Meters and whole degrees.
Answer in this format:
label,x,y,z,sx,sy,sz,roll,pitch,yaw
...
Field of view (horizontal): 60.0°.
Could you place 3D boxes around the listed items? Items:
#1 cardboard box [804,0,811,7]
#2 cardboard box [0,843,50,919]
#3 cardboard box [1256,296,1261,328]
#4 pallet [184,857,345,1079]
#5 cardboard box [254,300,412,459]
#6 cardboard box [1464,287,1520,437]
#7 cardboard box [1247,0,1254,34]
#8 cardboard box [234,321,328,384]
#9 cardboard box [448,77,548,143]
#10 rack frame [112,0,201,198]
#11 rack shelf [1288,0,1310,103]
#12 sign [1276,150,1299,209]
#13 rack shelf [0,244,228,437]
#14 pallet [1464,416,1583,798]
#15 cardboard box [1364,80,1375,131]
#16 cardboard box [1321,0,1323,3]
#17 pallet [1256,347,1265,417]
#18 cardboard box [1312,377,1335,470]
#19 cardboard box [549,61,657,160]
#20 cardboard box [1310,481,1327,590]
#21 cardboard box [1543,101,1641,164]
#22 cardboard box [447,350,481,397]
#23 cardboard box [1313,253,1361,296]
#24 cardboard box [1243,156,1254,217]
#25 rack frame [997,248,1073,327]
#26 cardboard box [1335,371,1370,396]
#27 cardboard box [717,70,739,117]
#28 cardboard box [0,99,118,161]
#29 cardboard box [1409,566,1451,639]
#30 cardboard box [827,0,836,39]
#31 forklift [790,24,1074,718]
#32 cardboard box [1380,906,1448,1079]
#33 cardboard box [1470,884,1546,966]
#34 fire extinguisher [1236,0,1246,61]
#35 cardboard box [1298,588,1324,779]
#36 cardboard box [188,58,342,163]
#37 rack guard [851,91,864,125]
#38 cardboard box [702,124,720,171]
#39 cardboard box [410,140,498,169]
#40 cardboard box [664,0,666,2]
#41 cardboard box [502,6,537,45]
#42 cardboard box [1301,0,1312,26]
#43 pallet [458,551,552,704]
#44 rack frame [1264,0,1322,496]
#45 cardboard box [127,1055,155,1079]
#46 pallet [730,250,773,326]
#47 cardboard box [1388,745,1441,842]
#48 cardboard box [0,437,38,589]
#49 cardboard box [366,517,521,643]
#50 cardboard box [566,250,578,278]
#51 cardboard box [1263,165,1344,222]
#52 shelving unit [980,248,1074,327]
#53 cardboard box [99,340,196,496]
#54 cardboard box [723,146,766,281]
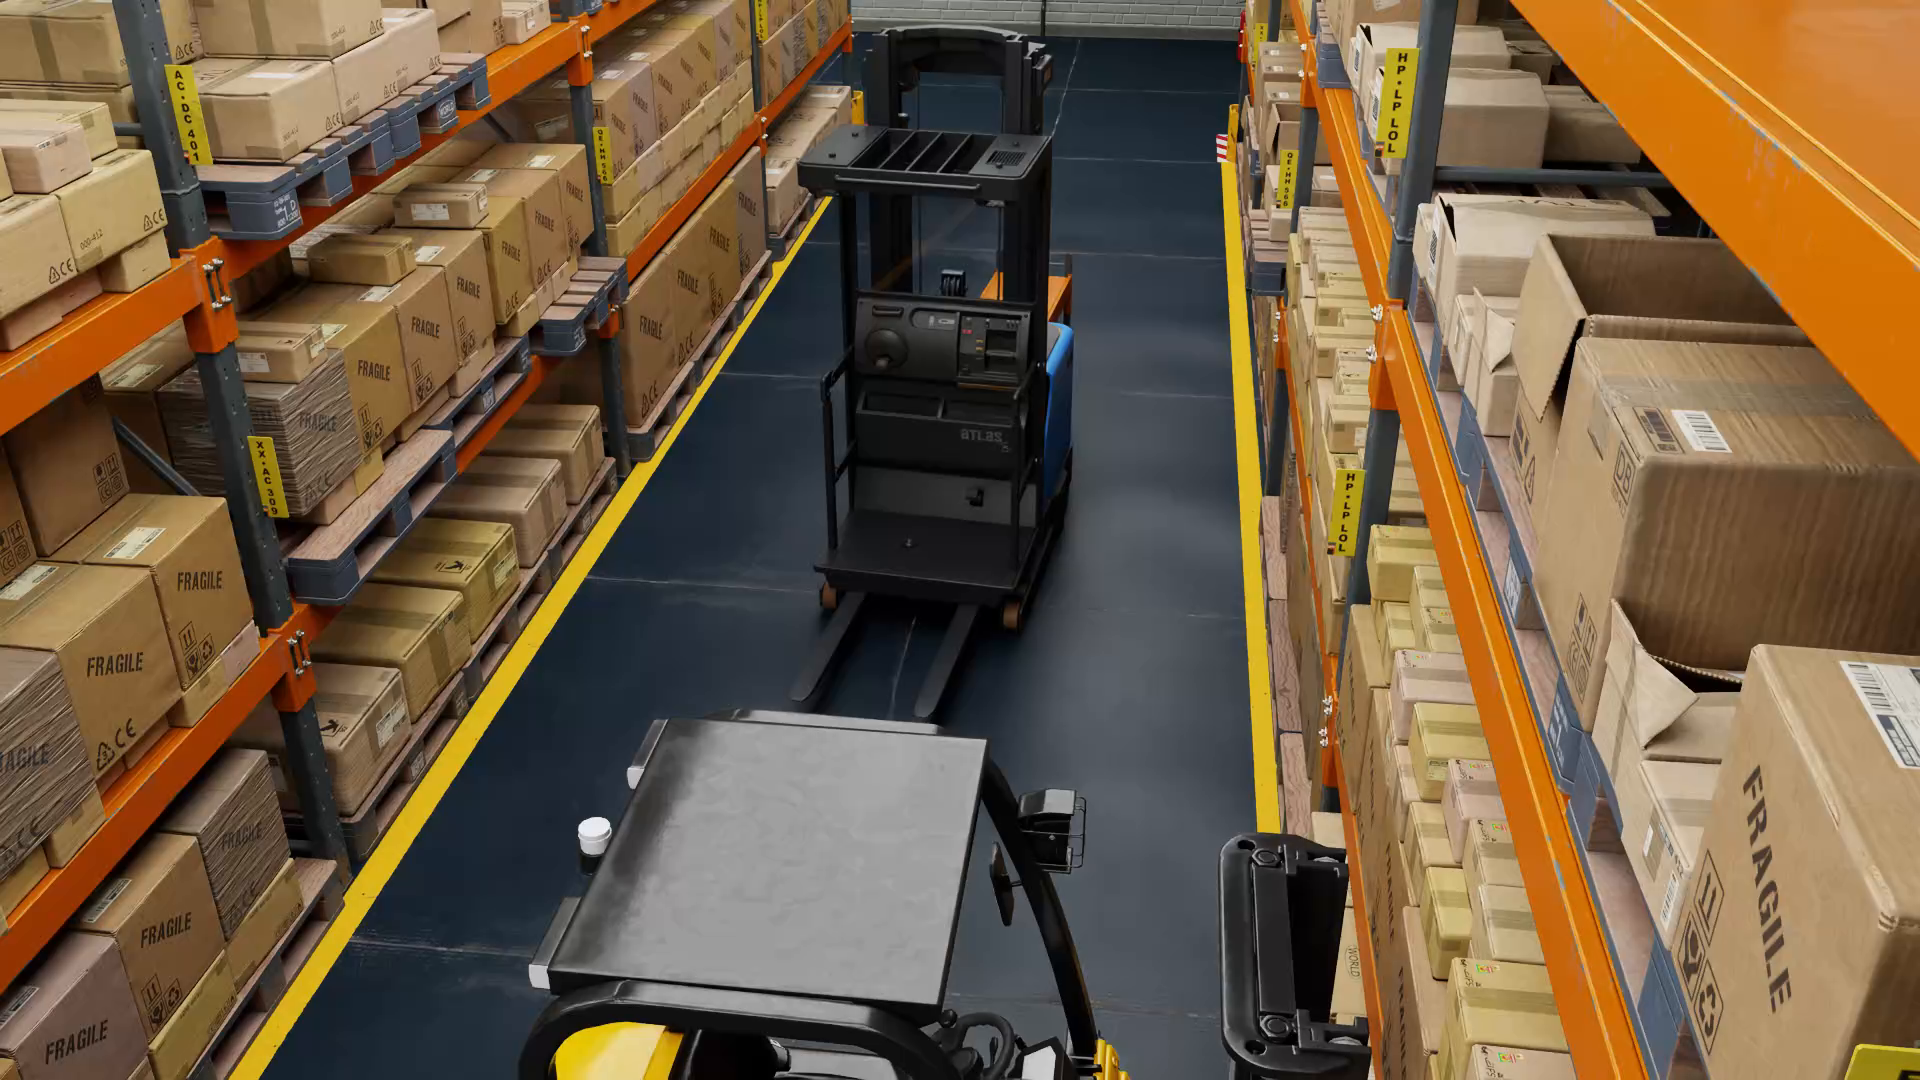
label,x,y,z,sx,sy,sz,roll,pitch,yaw
cardboard box,-1.595,-5.051,14.804,0.500,0.500,0.500,3,28,6
cardboard box,-2.999,1.001,4.995,0.380,0.149,0.250,3,28,5
cardboard box,2.423,-1.739,12.008,0.500,0.500,0.500,3,28,5
pallet,-3.127,1.670,6.428,1.003,0.211,1.213,3,28,6
cardboard box,-2.677,-0.676,6.980,0.500,0.500,0.500,3,29,6
cardboard box,1.363,-0.399,3.758,0.396,0.266,0.258,3,28,5
cardboard box,2.932,-4.868,15.467,0.500,0.250,0.500,4,29,7
cardboard box,-2.671,-0.722,6.383,0.380,0.149,0.250,3,28,6
cardboard box,-2.786,-2.502,10.071,0.500,0.500,0.500,3,28,5
rack frame,-3.080,-2.517,4.935,1.000,3.000,0.127,3,28,6
rack shelf,2.582,-3.418,10.527,1.077,0.370,4.000,3,28,6
sign,1.797,-1.974,9.115,0.100,0.325,0.005,3,28,6
rack shelf,-3.325,0.061,4.069,1.077,0.370,4.000,3,28,6
pallet,1.616,0.105,3.324,1.003,0.211,1.213,3,28,6
cardboard box,1.680,-1.564,6.044,0.380,0.149,0.250,3,28,6
cardboard box,1.993,-2.772,8.269,0.380,0.166,0.250,3,28,6
pallet,2.618,-1.167,11.693,1.003,0.211,1.213,3,28,6
cardboard box,1.777,-0.472,7.095,0.500,0.250,0.500,4,29,7
cardboard box,-2.236,-2.695,10.430,0.500,0.500,0.500,3,29,6
cardboard box,1.705,-0.013,6.769,0.500,0.250,0.500,3,28,6
cardboard box,2.146,-1.416,5.770,0.380,0.149,0.250,3,28,6
cardboard box,-2.511,-0.804,7.902,0.380,0.149,0.250,4,29,8
cardboard box,1.948,-1.297,8.205,0.380,0.149,0.250,4,29,7
cardboard box,2.877,-3.151,14.629,0.700,0.500,0.500,2,28,4
rack frame,0.488,-1.396,11.155,0.500,1.125,0.032,6,29,11
cardboard box,1.759,-0.579,6.872,0.380,0.149,0.250,3,28,5
cardboard box,-1.966,-3.339,12.415,0.500,0.250,0.500,4,29,7
cardboard box,-2.902,-1.275,5.216,0.380,0.149,0.250,4,29,7
cardboard box,1.588,0.212,5.090,0.380,0.149,0.250,4,29,7
cardboard box,-1.483,-5.091,15.932,0.500,0.500,0.500,3,28,5
forklift,-0.140,-1.002,8.520,1.130,2.935,3.031,6,29,11
cardboard box,1.342,1.280,4.105,0.500,0.500,0.500,4,29,7
cardboard box,1.373,0.930,3.759,0.380,0.149,0.250,4,29,7
fire extinguisher,2.876,-5.136,16.595,0.296,0.674,0.183,3,28,6
cardboard box,2.002,0.660,7.423,0.875,0.625,0.625,3,28,6
cardboard box,-2.611,-1.567,6.049,0.500,0.250,0.500,3,28,5
rack guard,-1.607,-4.436,17.456,1.175,0.500,0.348,3,28,6
cardboard box,-2.049,-2.874,12.080,0.500,0.250,0.500,3,28,5
cardboard box,-2.875,-1.920,9.290,0.500,0.500,0.500,3,28,5
cardboard box,-2.439,-3.936,12.733,0.500,0.500,0.500,4,29,7
cardboard box,-2.443,-2.691,8.685,0.380,0.149,0.250,3,28,6
cardboard box,2.159,-2.983,9.119,0.500,0.250,0.500,2,28,5
pallet,-2.839,0.409,8.768,1.003,0.211,1.213,3,28,6
rack frame,2.337,-1.472,9.320,1.000,3.000,0.127,3,28,6
cardboard box,-3.008,1.934,5.454,0.500,0.250,0.500,4,29,7
pallet,-2.120,-2.047,13.326,1.003,0.211,1.213,3,28,6
cardboard box,1.375,0.697,4.504,0.380,0.149,0.250,3,28,6
cardboard box,-3.433,-0.058,5.221,0.700,0.500,0.500,4,29,6
cardboard box,-2.850,0.183,8.576,0.950,0.372,0.625,4,29,8
cardboard box,-2.358,-1.535,9.258,0.380,0.149,0.250,4,29,7
cardboard box,2.145,-2.107,10.213,0.500,0.250,0.500,2,28,4
shelving unit,0.373,-1.161,10.719,0.538,1.125,1.048,6,29,11
cardboard box,-3.251,-0.467,6.592,0.500,0.500,0.500,3,28,5
cardboard box,-2.096,-2.595,13.201,0.875,0.875,0.875,4,29,8
